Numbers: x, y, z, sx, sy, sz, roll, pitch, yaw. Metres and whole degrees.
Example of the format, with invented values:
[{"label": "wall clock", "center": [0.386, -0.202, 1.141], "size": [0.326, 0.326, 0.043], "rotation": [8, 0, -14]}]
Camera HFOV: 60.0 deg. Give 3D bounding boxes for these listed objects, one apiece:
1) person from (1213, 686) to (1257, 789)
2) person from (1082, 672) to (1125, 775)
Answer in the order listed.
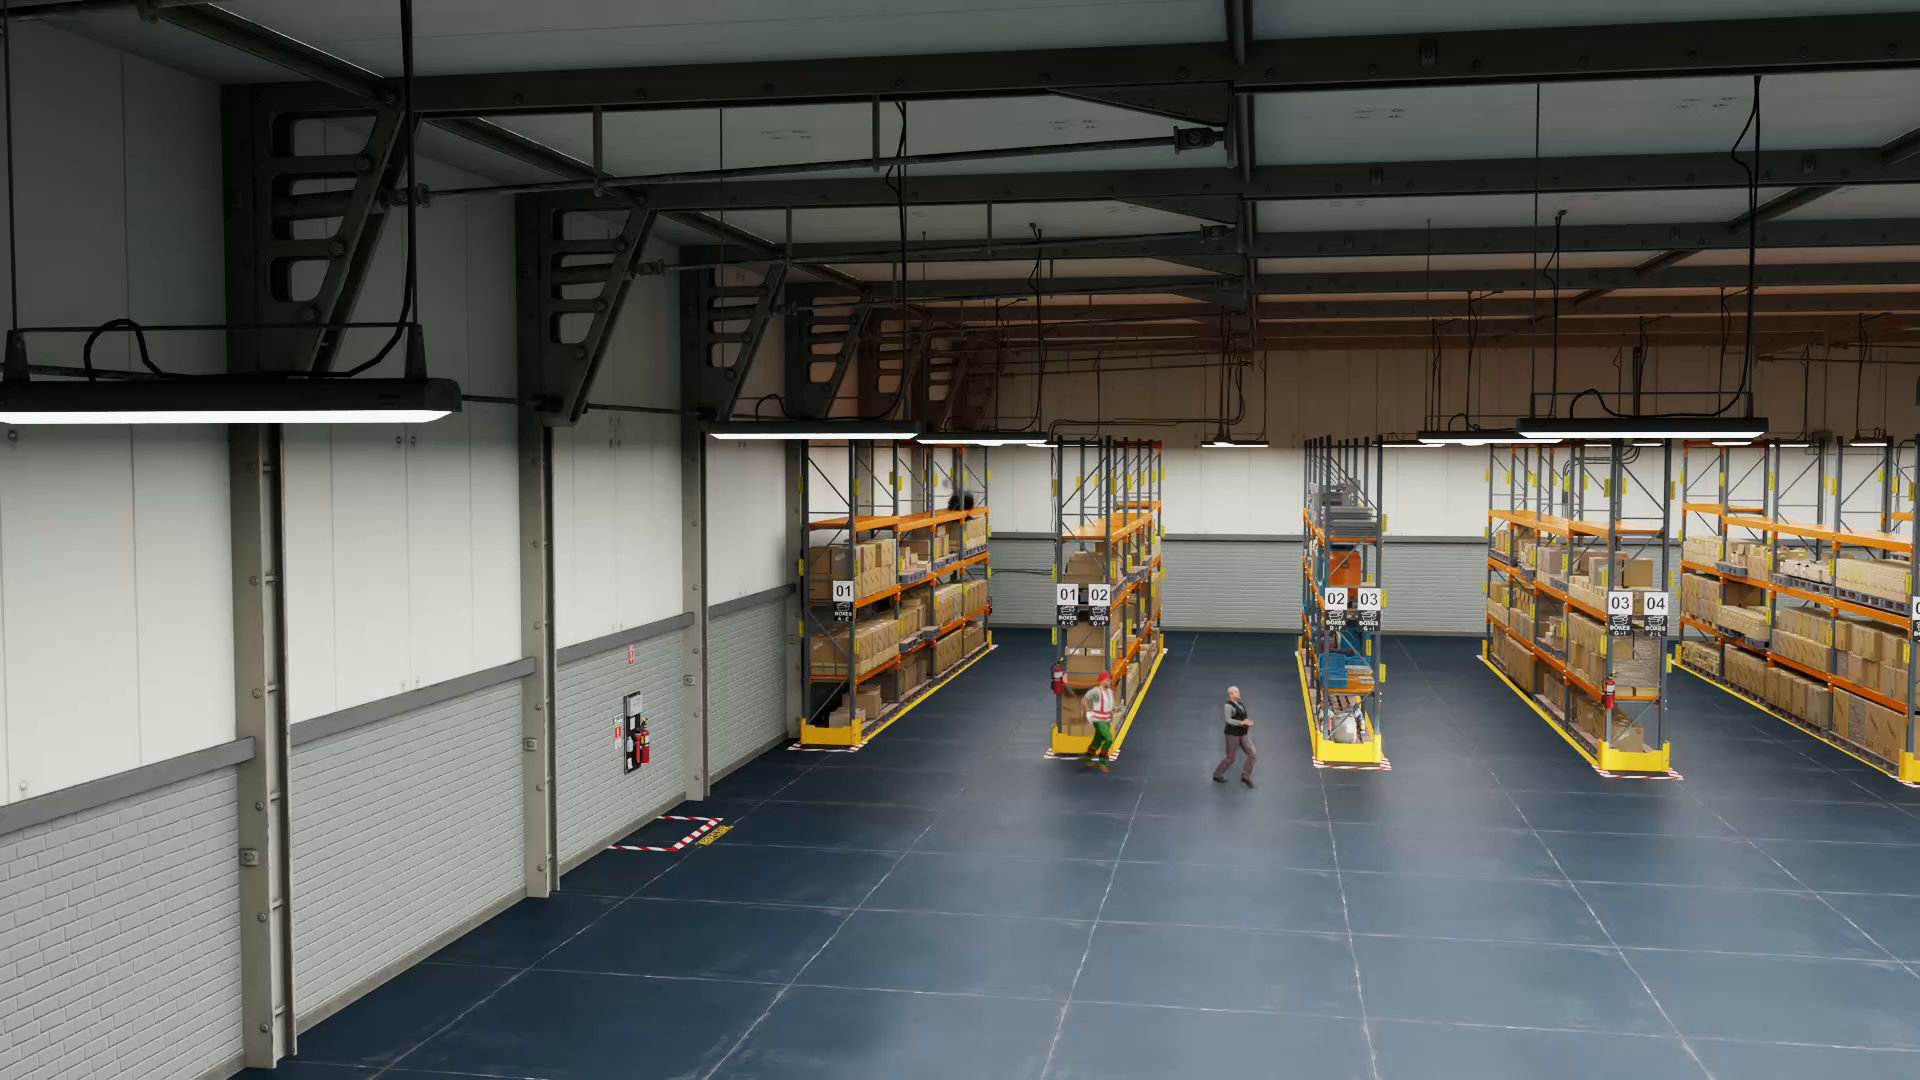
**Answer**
[{"label": "person", "center": [4.683, 3.359, 28.268], "size": [0.755, 1.753, 0.659], "rotation": [3, 4, 40]}, {"label": "person", "center": [2.525, 3.243, 29.579], "size": [0.839, 1.808, 0.589], "rotation": [2, 4, 37]}]
